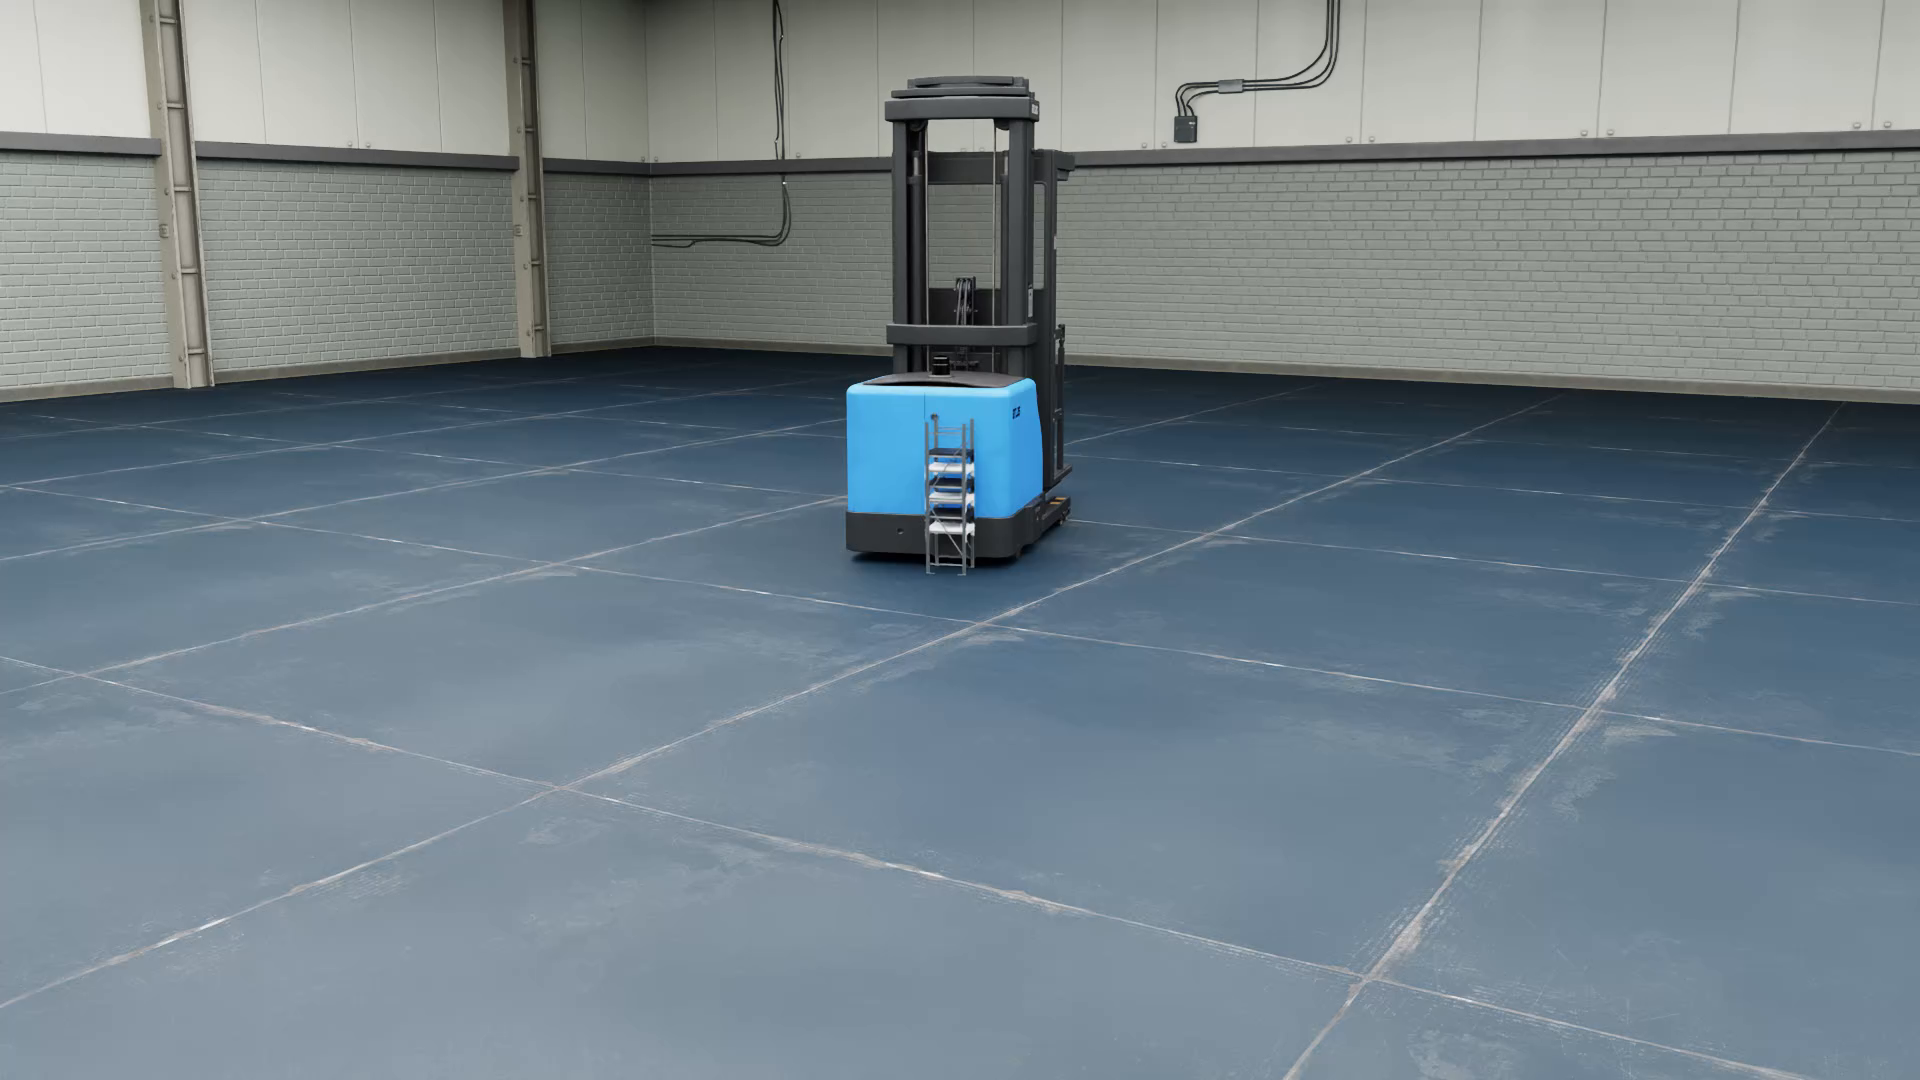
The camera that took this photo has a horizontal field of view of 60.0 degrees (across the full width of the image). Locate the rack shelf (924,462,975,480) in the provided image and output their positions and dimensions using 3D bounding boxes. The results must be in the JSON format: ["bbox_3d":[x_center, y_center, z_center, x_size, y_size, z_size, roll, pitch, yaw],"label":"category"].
[{"bbox_3d":[-0.059,-0.400,9.755,0.258,0.077,0.200,3,12,14],"label":"rack shelf"}]

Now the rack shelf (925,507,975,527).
[{"bbox_3d":[-0.058,-0.136,9.809,0.258,0.077,0.200,3,12,14],"label":"rack shelf"}]

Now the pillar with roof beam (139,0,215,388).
[{"bbox_3d":[-6.192,-5.988,18.401,9.100,9.000,0.400,6,12,31],"label":"pillar with roof beam"}]

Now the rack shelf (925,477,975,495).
[{"bbox_3d":[-0.059,-0.312,9.773,0.258,0.077,0.200,3,12,14],"label":"rack shelf"}]

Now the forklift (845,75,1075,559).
[{"bbox_3d":[0.152,-1.553,11.199,1.130,2.935,3.031,3,11,14],"label":"forklift"}]

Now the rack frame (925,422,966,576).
[{"bbox_3d":[-0.083,-0.237,9.688,0.240,0.900,0.006,3,12,14],"label":"rack frame"}]

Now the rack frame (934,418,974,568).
[{"bbox_3d":[-0.034,-0.277,9.881,0.240,0.900,0.006,3,12,14],"label":"rack frame"}]

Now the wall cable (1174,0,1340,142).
[{"bbox_3d":[4.009,-8.442,22.267,2.305,6.003,0.169,6,12,31],"label":"wall cable"}]

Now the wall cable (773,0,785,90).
[{"bbox_3d":[-1.784,-8.378,25.879,3.097,2.526,0.112,6,12,31],"label":"wall cable"}]

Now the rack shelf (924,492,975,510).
[{"bbox_3d":[-0.058,-0.224,9.791,0.258,0.077,0.200,3,12,14],"label":"rack shelf"}]

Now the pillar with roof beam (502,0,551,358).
[{"bbox_3d":[-3.076,-6.932,23.441,9.100,9.000,0.400,6,12,31],"label":"pillar with roof beam"}]

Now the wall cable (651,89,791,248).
[{"bbox_3d":[-4.096,-6.154,27.724,3.097,2.526,0.112,6,12,31],"label":"wall cable"}]

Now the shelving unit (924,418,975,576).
[{"bbox_3d":[-0.058,-0.257,9.785,0.258,0.900,0.210,3,12,14],"label":"shelving unit"}]

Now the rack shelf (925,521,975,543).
[{"bbox_3d":[-0.057,-0.048,9.827,0.258,0.077,0.200,3,12,14],"label":"rack shelf"}]

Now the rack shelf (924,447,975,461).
[{"bbox_3d":[-0.059,-0.489,9.737,0.258,0.077,0.200,3,12,14],"label":"rack shelf"}]
